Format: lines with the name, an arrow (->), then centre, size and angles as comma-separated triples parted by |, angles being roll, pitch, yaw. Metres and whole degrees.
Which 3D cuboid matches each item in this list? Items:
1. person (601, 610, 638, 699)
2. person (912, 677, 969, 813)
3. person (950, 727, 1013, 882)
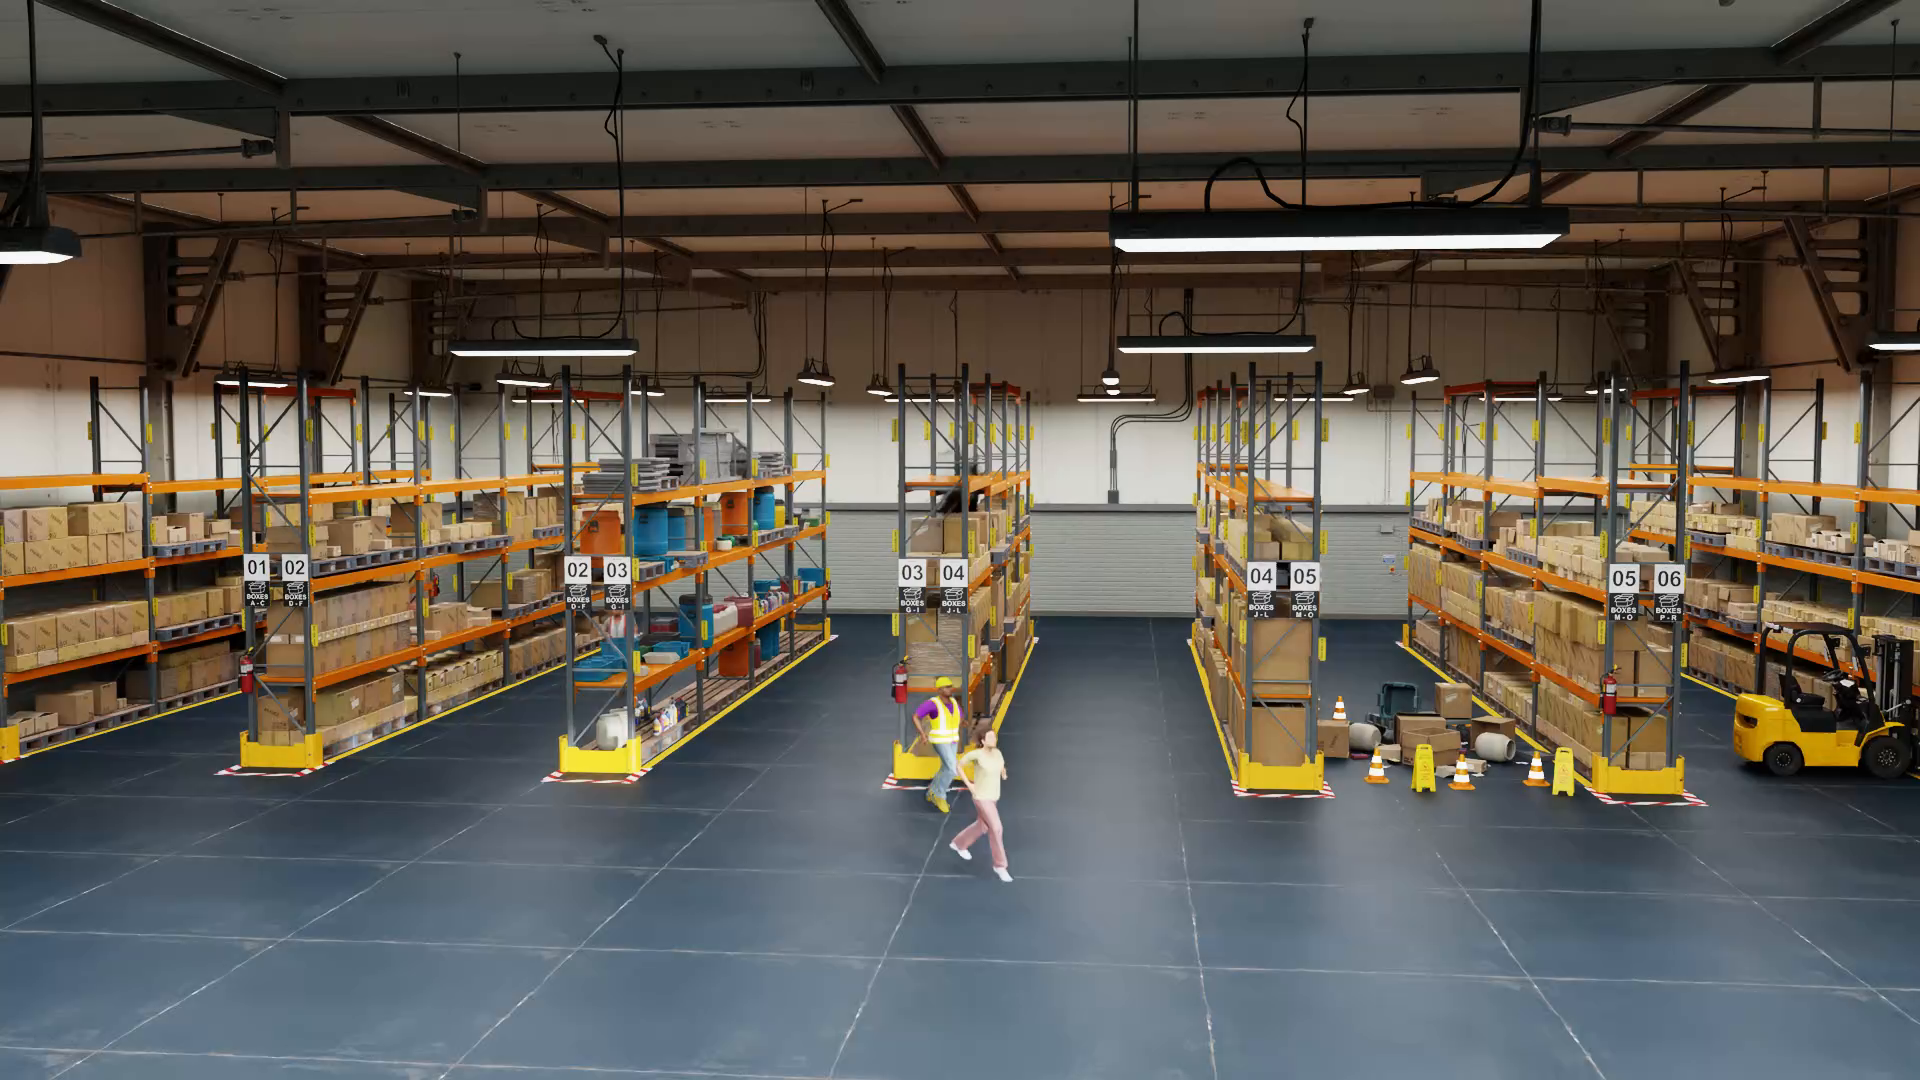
person -> -6.492, 2.073, 31.717 | 0.669, 1.791, 0.992 | 0, 4, 2
person -> -0.194, 2.709, 22.053 | 0.723, 1.792, 0.671 | 3, 5, 40
person -> 0.275, 2.967, 18.930 | 0.990, 1.714, 0.545 | 3, 5, 40
